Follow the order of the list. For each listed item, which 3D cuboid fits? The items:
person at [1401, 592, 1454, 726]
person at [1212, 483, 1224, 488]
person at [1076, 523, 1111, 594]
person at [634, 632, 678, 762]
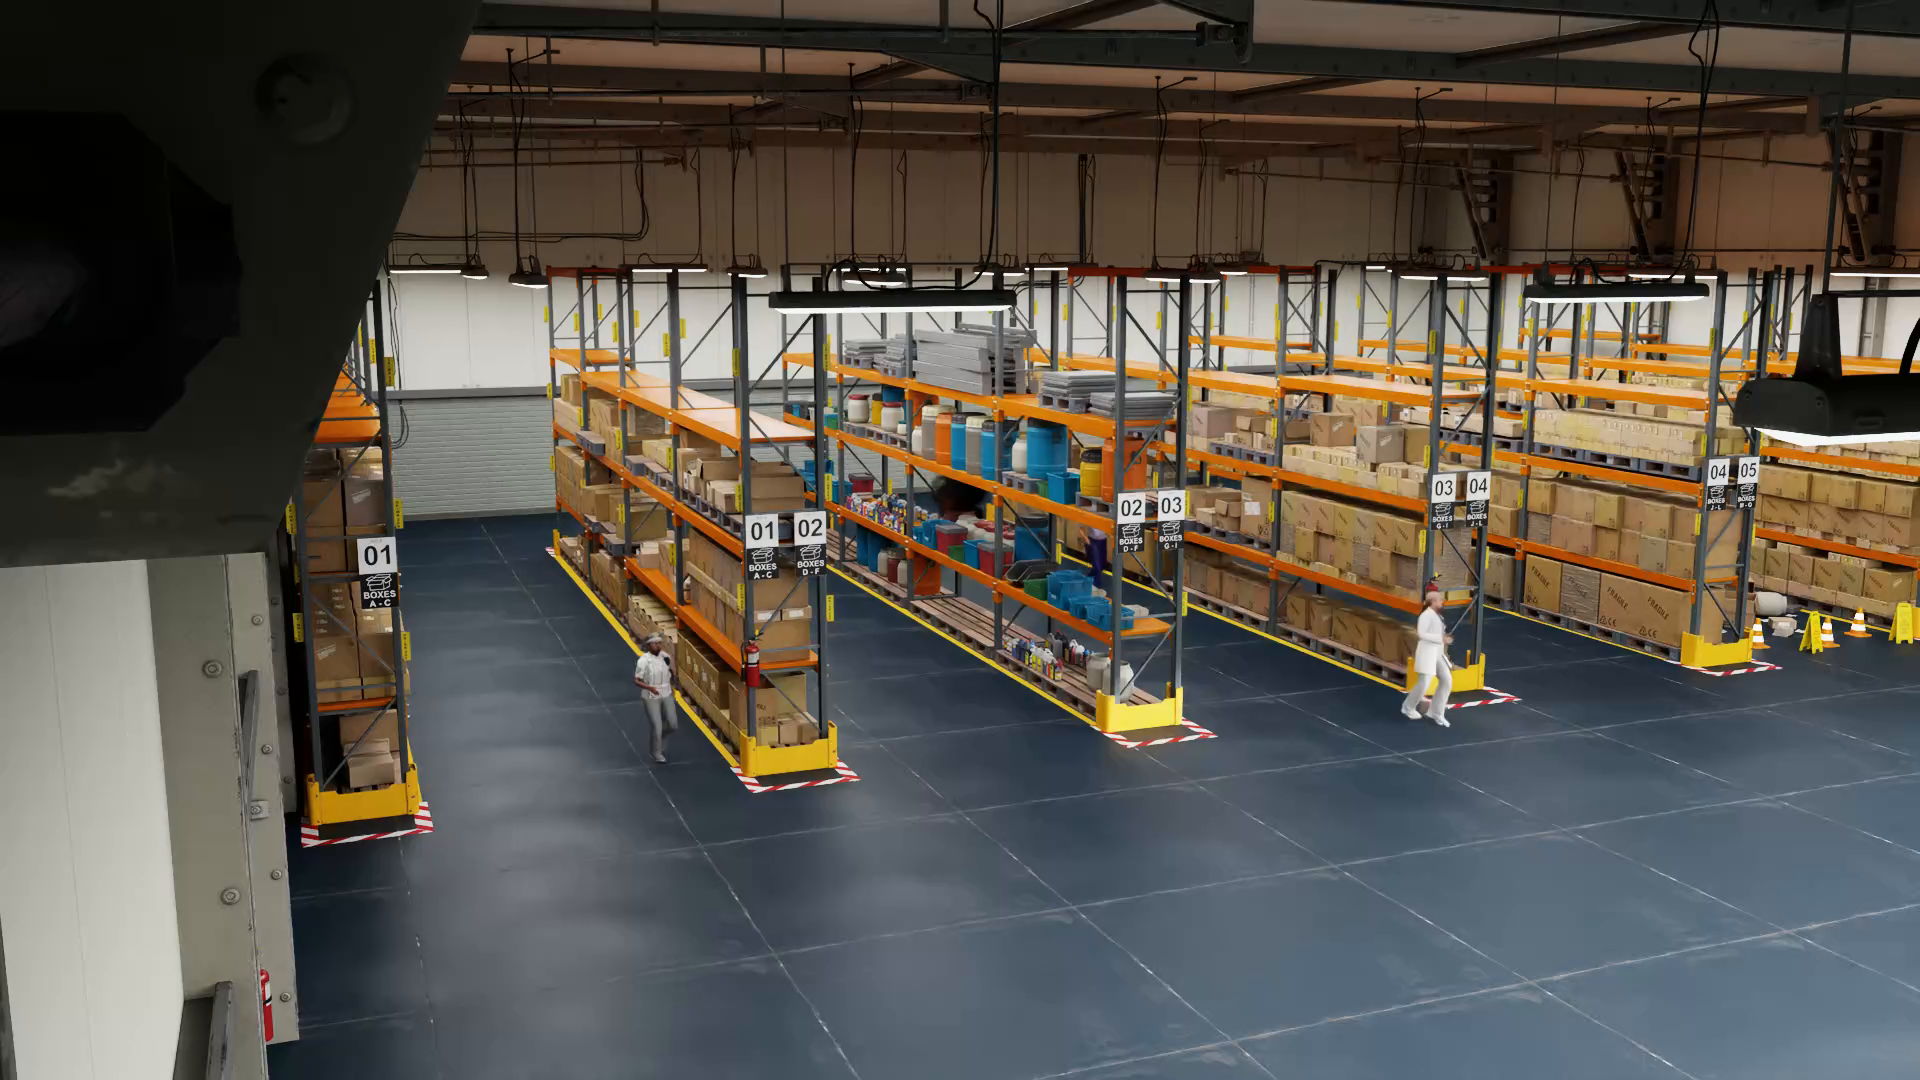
[{"bbox_3d":[6.430,1.593,22.592,0.705,1.768,0.764,-9,13,-42],"label":"person"},{"bbox_3d":[5.183,-0.298,33.377,0.537,1.690,0.920,-5,11,-26],"label":"person"},{"bbox_3d":[2.424,0.128,29.649,0.620,1.641,0.766,-6,11,-30],"label":"person"},{"bbox_3d":[-3.746,1.948,20.692,0.570,1.654,0.568,-7,12,-36],"label":"person"}]
